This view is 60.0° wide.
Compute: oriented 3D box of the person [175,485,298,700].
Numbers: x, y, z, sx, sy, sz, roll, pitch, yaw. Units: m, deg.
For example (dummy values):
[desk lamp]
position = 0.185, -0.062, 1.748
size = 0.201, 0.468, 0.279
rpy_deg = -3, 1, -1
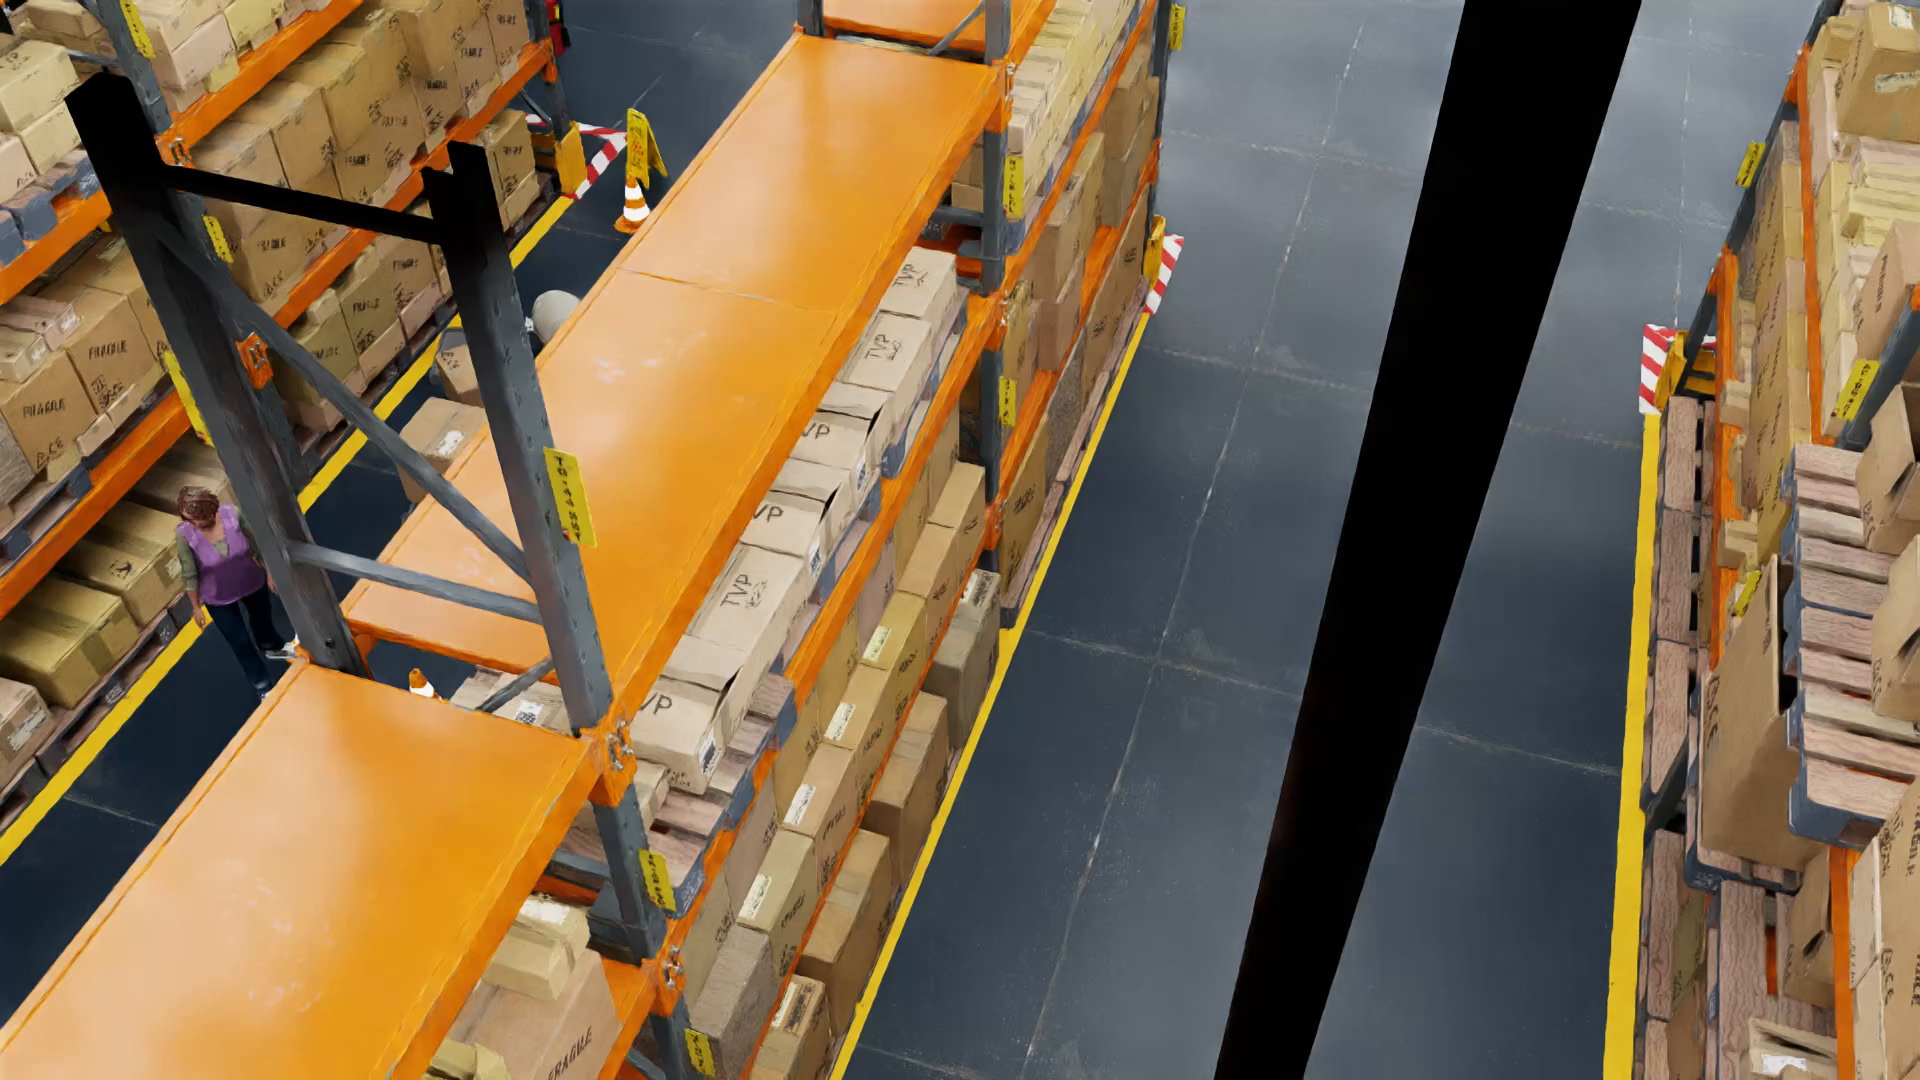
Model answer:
[person]
position = -4.058, 0.293, 9.329
size = 0.533, 1.591, 0.522
rpy_deg = 34, 55, 29
